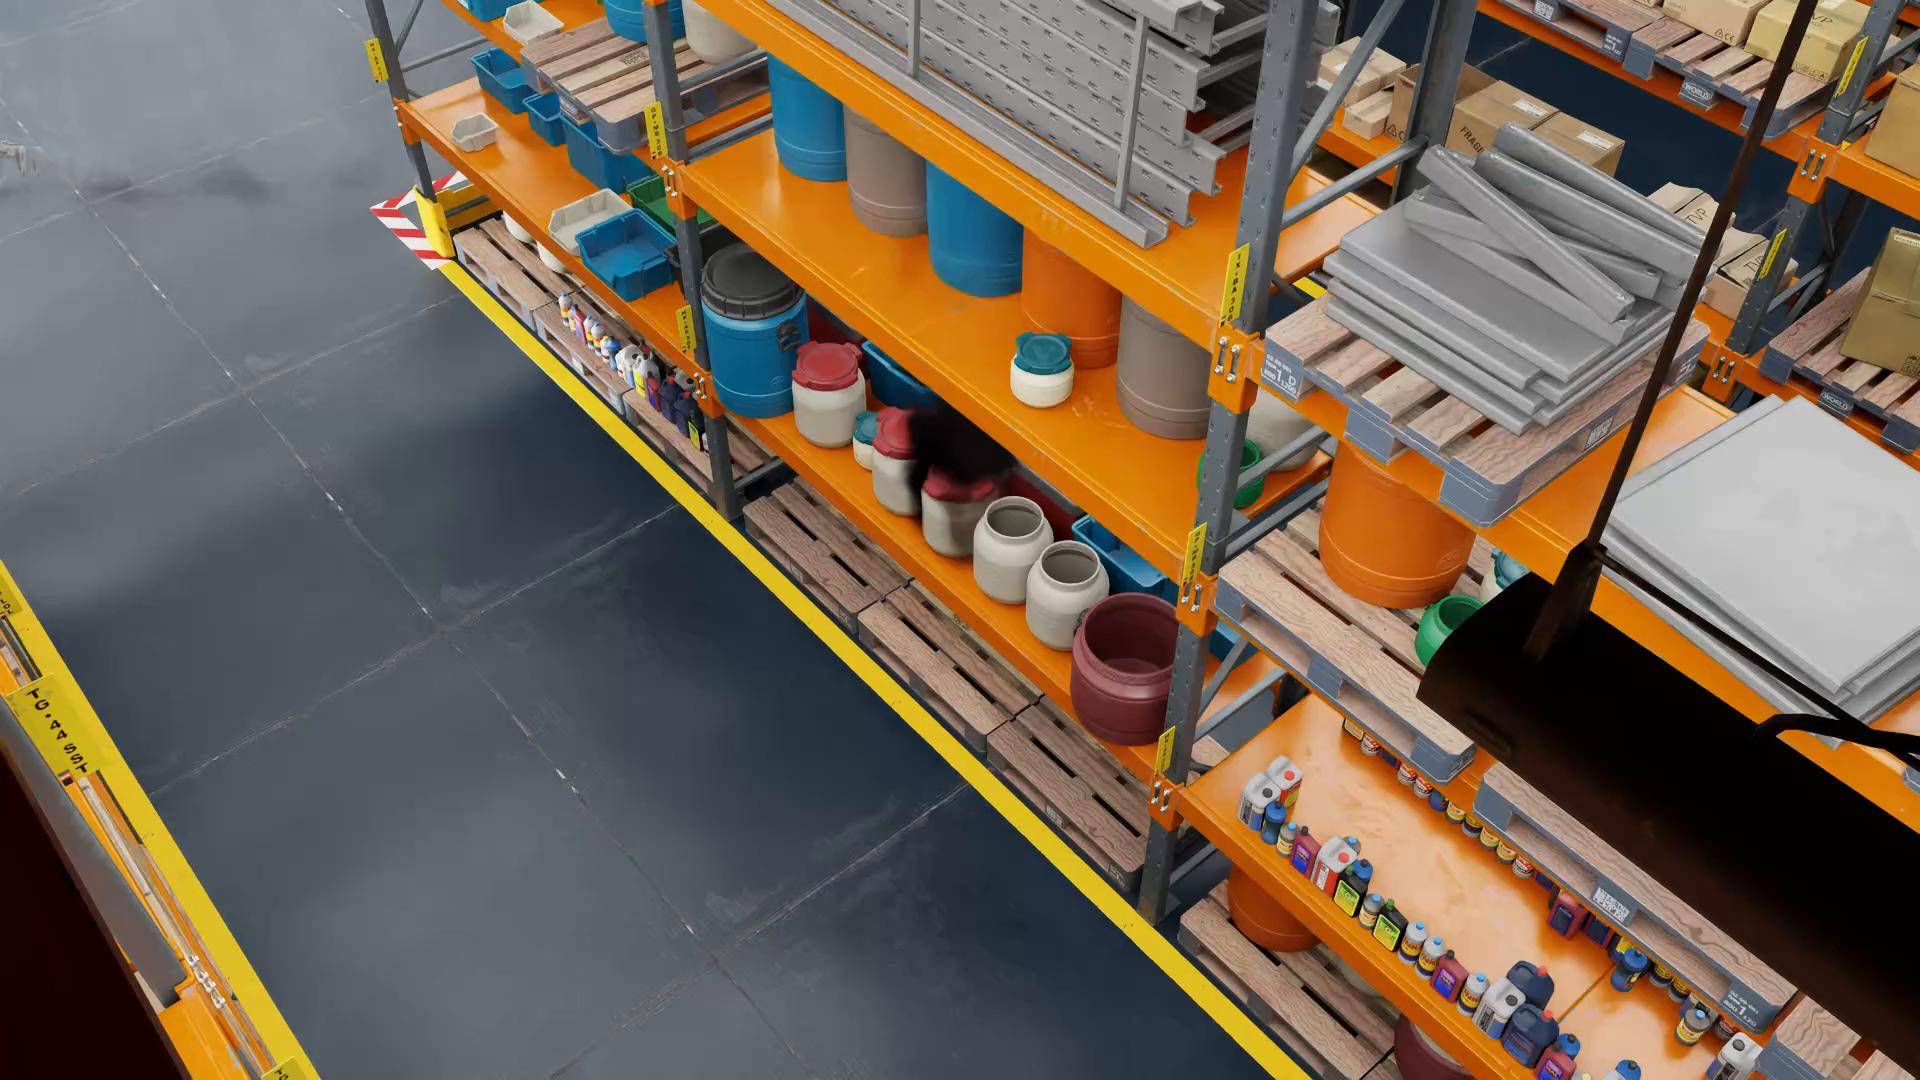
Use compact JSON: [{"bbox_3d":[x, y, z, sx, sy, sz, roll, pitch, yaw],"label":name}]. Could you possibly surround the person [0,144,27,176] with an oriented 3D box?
[{"bbox_3d":[-7.900,-3.421,13.128,0.710,1.632,0.587,-3,47,-3],"label":"person"}]
